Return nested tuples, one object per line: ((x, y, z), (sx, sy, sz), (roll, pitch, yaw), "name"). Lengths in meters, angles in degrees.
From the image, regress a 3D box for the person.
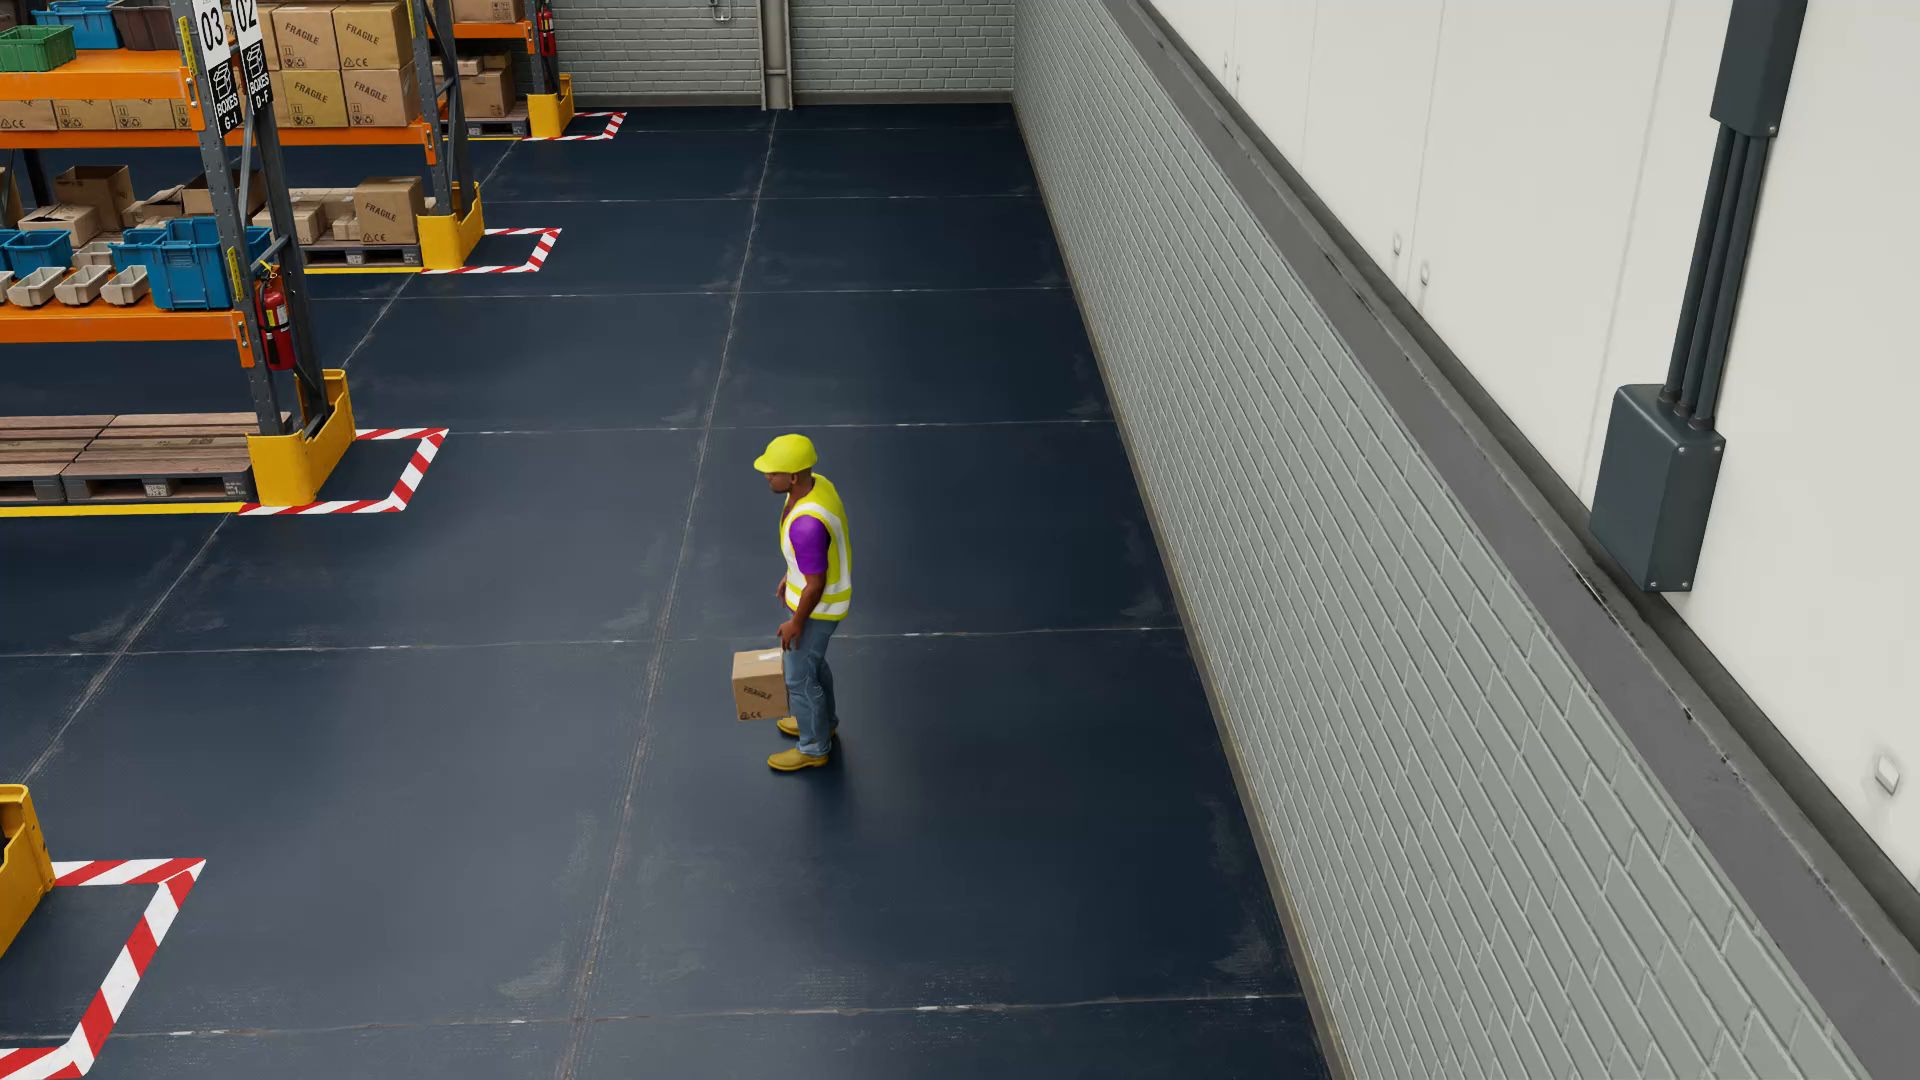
((-0.744, 0.295, 8.028), (0.457, 1.764, 0.595), (-2, 27, -4), "person")
